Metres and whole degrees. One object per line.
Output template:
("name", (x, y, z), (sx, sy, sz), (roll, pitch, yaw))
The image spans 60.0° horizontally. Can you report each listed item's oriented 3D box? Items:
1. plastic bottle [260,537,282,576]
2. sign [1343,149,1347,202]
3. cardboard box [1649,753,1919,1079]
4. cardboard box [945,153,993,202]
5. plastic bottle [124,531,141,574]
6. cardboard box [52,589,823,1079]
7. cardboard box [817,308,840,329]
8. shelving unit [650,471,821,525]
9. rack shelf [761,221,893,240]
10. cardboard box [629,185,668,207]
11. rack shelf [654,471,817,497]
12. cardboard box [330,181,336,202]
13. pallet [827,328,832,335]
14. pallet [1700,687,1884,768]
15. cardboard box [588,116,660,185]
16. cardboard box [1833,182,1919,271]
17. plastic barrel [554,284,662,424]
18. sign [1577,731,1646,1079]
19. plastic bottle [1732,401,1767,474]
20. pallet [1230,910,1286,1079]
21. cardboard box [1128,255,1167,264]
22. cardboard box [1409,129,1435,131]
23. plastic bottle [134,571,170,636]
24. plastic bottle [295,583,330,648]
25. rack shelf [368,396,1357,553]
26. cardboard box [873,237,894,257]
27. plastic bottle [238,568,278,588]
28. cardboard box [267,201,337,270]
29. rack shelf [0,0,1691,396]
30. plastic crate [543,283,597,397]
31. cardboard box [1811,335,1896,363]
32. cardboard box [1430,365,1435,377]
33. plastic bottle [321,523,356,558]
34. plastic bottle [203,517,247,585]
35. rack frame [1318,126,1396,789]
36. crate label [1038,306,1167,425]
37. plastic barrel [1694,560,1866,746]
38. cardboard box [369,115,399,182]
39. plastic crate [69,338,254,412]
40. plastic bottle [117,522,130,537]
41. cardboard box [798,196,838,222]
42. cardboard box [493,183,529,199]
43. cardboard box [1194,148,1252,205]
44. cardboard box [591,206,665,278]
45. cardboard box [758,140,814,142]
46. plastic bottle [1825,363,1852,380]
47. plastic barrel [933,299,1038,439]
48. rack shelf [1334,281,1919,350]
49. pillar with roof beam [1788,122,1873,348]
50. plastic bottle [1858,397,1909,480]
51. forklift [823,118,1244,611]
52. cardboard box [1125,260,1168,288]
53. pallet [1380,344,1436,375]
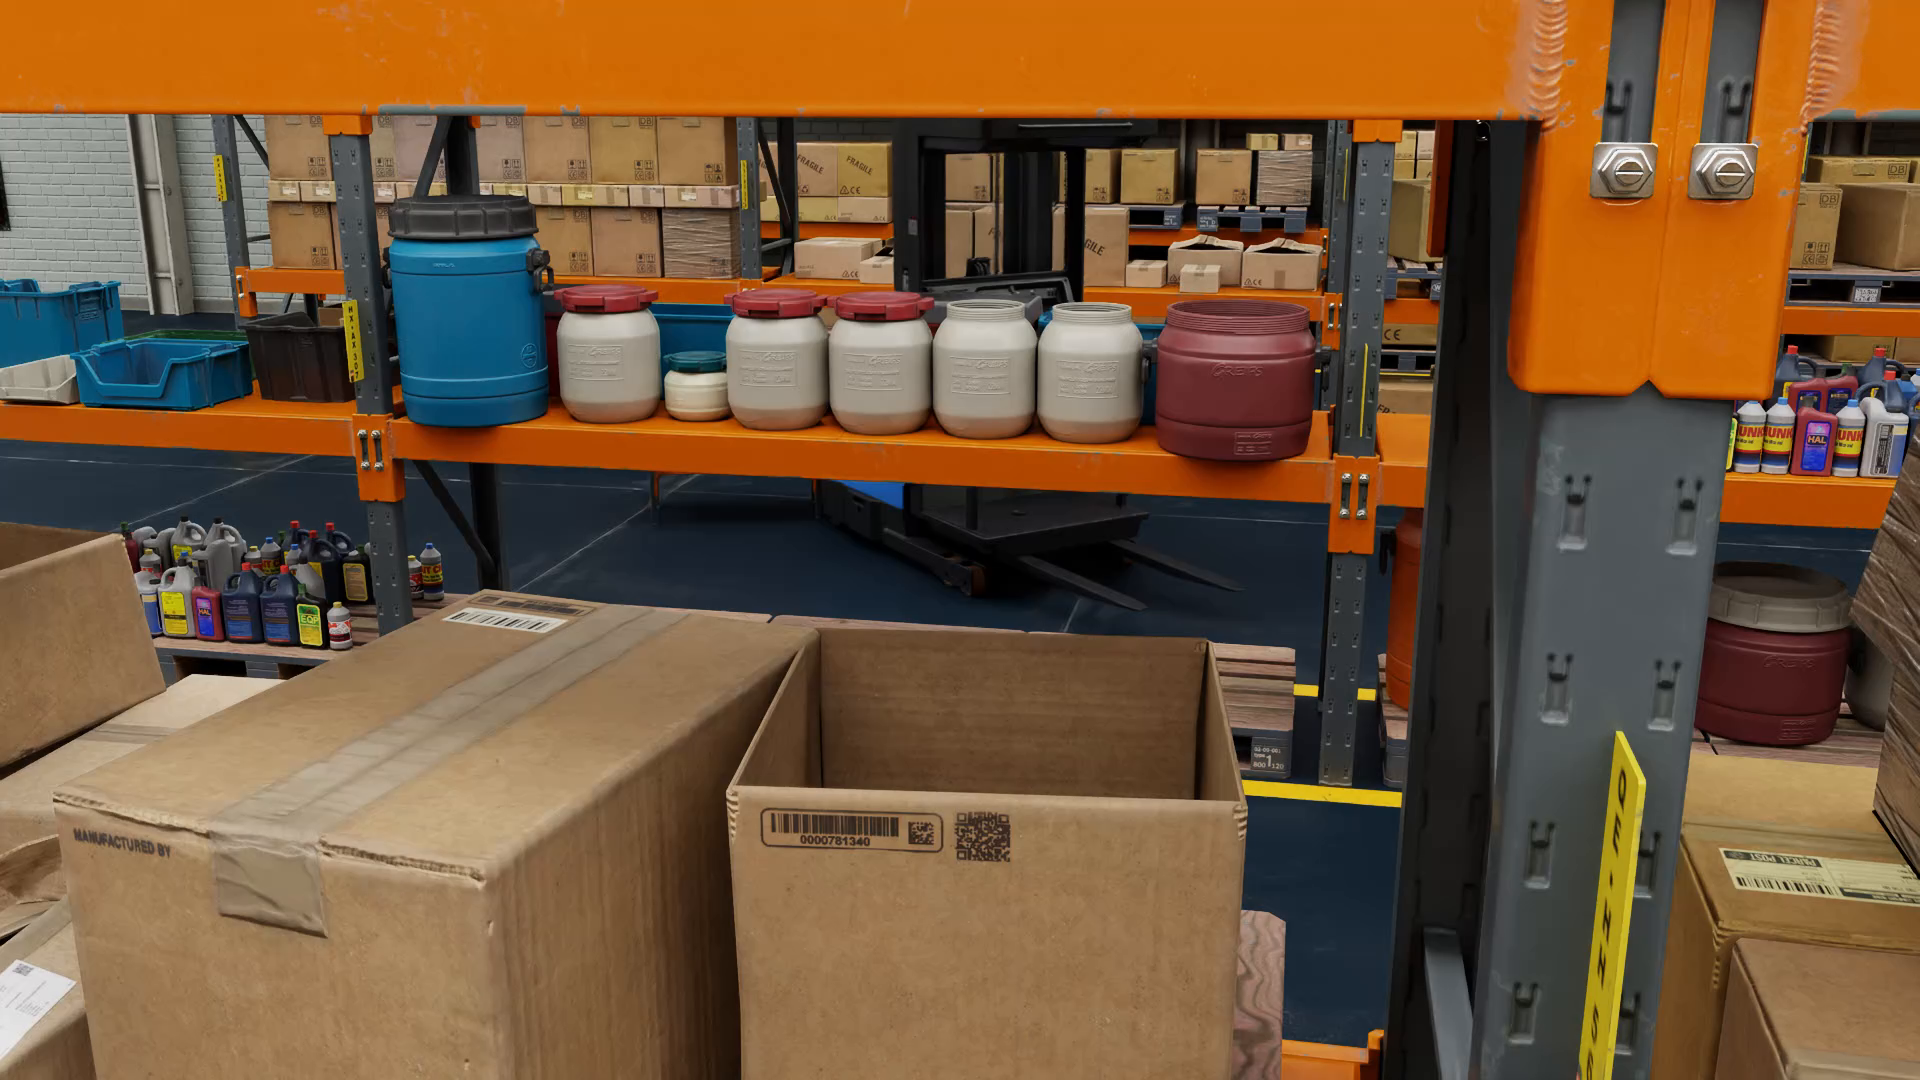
("plastic bottle", (-3.399, 0.122, 8.220), (0.097, 0.271, 0.097), (0, 15, 0))
("sign", (2.449, -2.317, 10.568), (0.005, 0.325, 0.100), (3, 16, 11))
("cardboard box", (1.111, 0.600, 2.018), (0.500, 0.500, 0.500), (4, 16, 13))
("cardboard box", (0.112, -3.637, 16.492), (0.500, 0.500, 0.700), (3, 16, 11))
("plastic bottle", (-4.166, 0.094, 8.297), (0.133, 0.283, 0.061), (3, 16, 11))
("cardboard box", (-0.526, 0.415, 1.902), (0.500, 0.500, 0.700), (6, 16, 19))
("cardboard box", (-1.405, -2.465, 17.131), (0.500, 0.500, 0.500), (2, 16, 7))
("shelving unit", (-1.428, -0.720, 10.484), (1.048, 1.125, 0.538), (-2, 16, -8))
("rack shelf", (-2.340, -3.173, 17.174), (4.000, 0.370, 1.077), (3, 16, 11))
("cardboard box", (-2.172, -2.463, 11.863), (0.250, 0.149, 0.380), (3, 16, 9))
("rack shelf", (-1.428, -0.484, 10.549), (1.000, 0.278, 0.538), (-2, 16, -8))
("cardboard box", (-4.438, -2.586, 12.307), (0.250, 0.149, 0.380), (3, 16, 11))
("pallet", (-1.045, -2.096, 17.162), (1.213, 0.211, 1.003), (3, 16, 11))
("pallet", (3.538, 0.832, 6.594), (1.213, 0.211, 1.003), (3, 16, 11))
("cardboard box", (-2.295, -2.839, 12.004), (0.500, 0.500, 0.700), (3, 16, 11))
("cardboard box", (6.056, -2.026, 10.712), (0.500, 0.500, 0.700), (-2, 16, -8))
("plastic barrel", (-1.460, -0.779, 6.929), (0.433, 0.535, 0.433), (0, 15, 0))
("sign", (0.480, 0.310, 1.234), (0.005, 0.325, 0.100), (3, 16, 11))
("plastic bottle", (2.844, -0.382, 5.992), (0.097, 0.271, 0.097), (0, 15, 0))
("pallet", (-0.141, 0.769, 1.954), (1.003, 0.211, 1.213), (3, 16, 11))
("cardboard box", (1.773, -2.666, 16.453), (0.500, 0.250, 0.500), (3, 16, 11))
("cardboard box", (4.543, -3.778, 15.825), (0.500, 0.250, 0.500), (3, 16, 9))
("plastic bottle", (-3.706, 0.283, 7.628), (0.135, 0.276, 0.152), (3, 16, 12))
("plastic bottle", (-2.891, 0.336, 7.423), (0.133, 0.283, 0.061), (4, 16, 14))
("rack shelf", (-0.394, -0.368, 7.050), (4.000, 0.370, 1.077), (3, 16, 11))
("cardboard box", (-0.465, -2.053, 12.038), (0.258, 0.266, 0.396), (3, 16, 10))
("plastic bottle", (-3.226, 0.270, 7.676), (0.135, 0.276, 0.152), (3, 16, 11))
("cardboard box", (-4.828, -2.350, 12.668), (0.500, 0.500, 0.700), (3, 16, 11))
("rack shelf", (-1.381, -0.518, 1.972), (4.000, 0.370, 1.077), (3, 16, 11))
("plastic crate", (-1.819, -0.906, 7.526), (0.583, 0.464, 0.402), (3, 16, 11))
("cardboard box", (8.172, -1.919, 15.195), (0.500, 0.500, 0.700), (3, 16, 12))
("cardboard box", (3.520, -0.923, 11.564), (0.500, 0.500, 0.500), (4, 16, 13))
("plastic bottle", (-3.063, 0.092, 8.180), (0.185, 0.351, 0.144), (4, 16, 13))
("plastic bottle", (-3.664, 0.059, 8.298), (0.185, 0.351, 0.144), (3, 16, 11))
("rack frame", (1.566, -0.609, 6.570), (0.127, 3.000, 1.000), (3, 16, 11))
("crate label", (0.646, -0.749, 7.012), (0.616, 0.435, 0.502), (3, 16, 11))
("plastic barrel", (3.155, 0.433, 6.541), (0.708, 0.588, 0.600), (3, 16, 11))
("cardboard box", (-4.260, -2.946, 12.389), (0.500, 0.500, 0.700), (3, 16, 10))
("plastic crate", (-3.493, -0.738, 7.314), (0.616, 0.251, 0.499), (3, 16, 11))
("plastic bottle", (-4.269, 0.047, 8.466), (0.133, 0.283, 0.061), (4, 16, 12))
("cardboard box", (-1.391, -3.325, 16.620), (0.500, 0.250, 0.500), (3, 16, 11))
("cardboard box", (-3.178, -2.517, 12.059), (0.250, 0.149, 0.380), (4, 16, 13))
("cardboard box", (2.524, -3.505, 16.017), (0.500, 0.500, 0.700), (2, 16, 6))
("cardboard box", (-2.318, -2.213, 12.176), (0.500, 0.500, 0.700), (3, 16, 11))
("cardboard box", (-1.792, -3.848, 17.103), (0.500, 0.500, 0.500), (4, 16, 13))
("plastic bottle", (3.479, -0.565, 6.630), (0.133, 0.283, 0.061), (3, 16, 11))
("plastic barrel", (0.102, -0.684, 6.632), (0.421, 0.512, 0.421), (0, 15, 0))
("rack shelf", (4.516, -1.451, 10.959), (4.000, 0.370, 1.077), (3, 16, 11))
("pillar with roof beam", (7.460, -4.941, 10.974), (0.400, 9.000, 9.100), (3, 16, 11))
("plastic bottle", (3.284, -0.367, 5.932), (0.135, 0.276, 0.152), (3, 16, 11))
("forklift", (0.346, -1.254, 9.027), (1.130, 2.935, 3.031), (-9, 18, -30))
("cardboard box", (1.295, -1.836, 11.472), (0.250, 0.149, 0.380), (4, 16, 15))
("pallet", (4.297, -1.795, 16.076), (1.213, 0.211, 1.003), (3, 16, 11))
